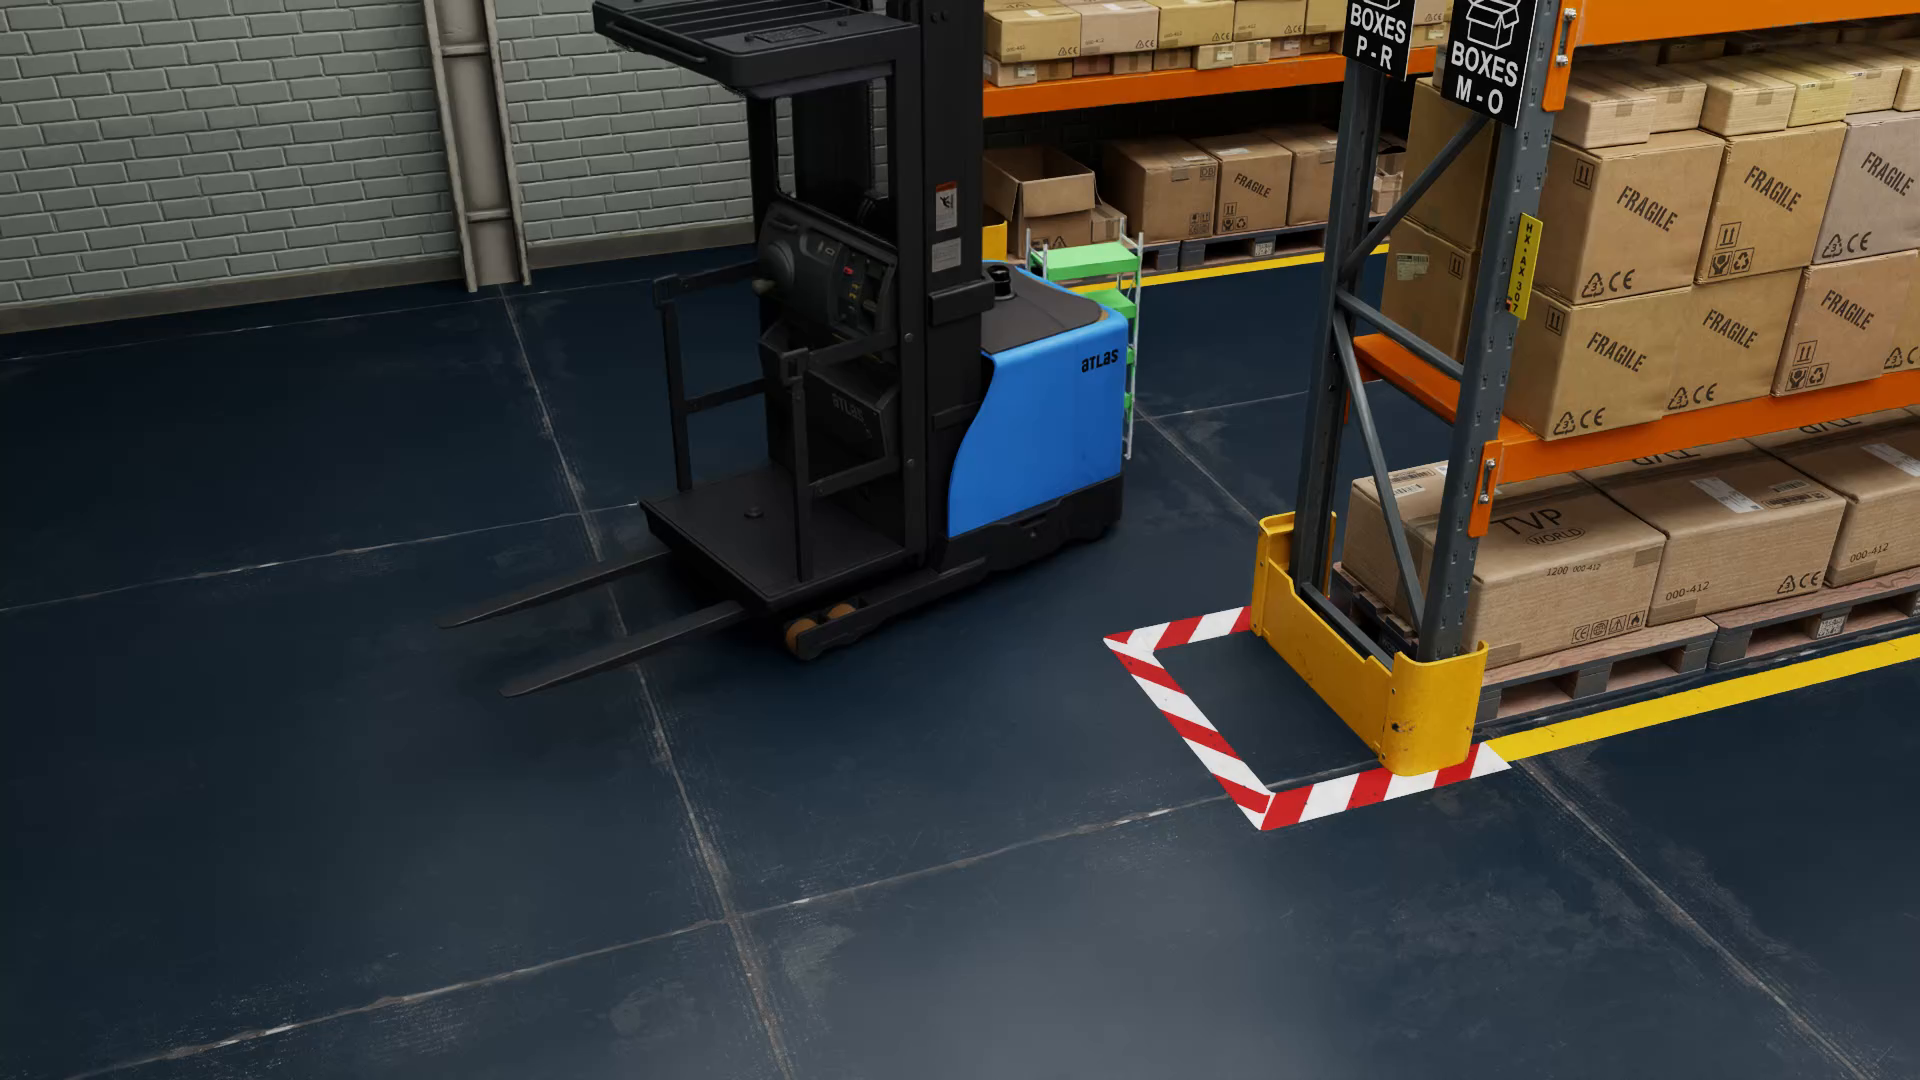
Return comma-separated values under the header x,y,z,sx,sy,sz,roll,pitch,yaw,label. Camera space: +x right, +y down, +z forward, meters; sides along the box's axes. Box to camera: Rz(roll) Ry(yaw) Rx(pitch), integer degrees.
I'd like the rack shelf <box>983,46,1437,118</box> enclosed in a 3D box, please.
x,y,z,sx,sy,sz,roll,pitch,yaw,label
1.745,-3.051,10.802,4.000,0.370,1.077,-10,31,-18,rack shelf

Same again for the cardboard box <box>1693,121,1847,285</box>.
x,y,z,sx,sy,sz,roll,pitch,yaw,label
2.636,-1.237,5.780,0.500,0.500,0.500,-11,32,-19,cardboard box

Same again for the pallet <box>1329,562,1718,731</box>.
x,y,z,sx,sy,sz,roll,pitch,yaw,label
2.327,0.321,6.973,1.213,0.211,1.003,-10,31,-18,pallet

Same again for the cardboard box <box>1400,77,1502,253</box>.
x,y,z,sx,sy,sz,roll,pitch,yaw,label
1.974,-1.388,6.044,0.500,0.500,0.500,-9,31,-16,cardboard box

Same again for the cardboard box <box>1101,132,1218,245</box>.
x,y,z,sx,sy,sz,roll,pitch,yaw,label
1.291,-2.306,10.868,0.500,0.500,0.700,-9,31,-16,cardboard box

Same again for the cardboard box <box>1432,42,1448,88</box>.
x,y,z,sx,sy,sz,roll,pitch,yaw,label
1.871,-1.631,5.816,0.250,0.149,0.380,-10,31,-17,cardboard box

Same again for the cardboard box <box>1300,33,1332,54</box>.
x,y,z,sx,sy,sz,roll,pitch,yaw,label
2.171,-3.234,10.650,0.250,0.149,0.380,-10,31,-17,cardboard box

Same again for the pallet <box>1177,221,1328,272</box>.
x,y,z,sx,sy,sz,roll,pitch,yaw,label
1.830,-2.166,11.340,1.213,0.211,1.003,-10,31,-18,pallet

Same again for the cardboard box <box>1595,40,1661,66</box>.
x,y,z,sx,sy,sz,roll,pitch,yaw,label
2.313,-1.769,6.059,0.250,0.149,0.380,-11,31,-18,cardboard box

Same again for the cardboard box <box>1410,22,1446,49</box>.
x,y,z,sx,sy,sz,roll,pitch,yaw,label
2.937,-3.316,10.794,0.250,0.149,0.380,-10,31,-16,cardboard box

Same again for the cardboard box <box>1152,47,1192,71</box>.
x,y,z,sx,sy,sz,roll,pitch,yaw,label
1.236,-3.029,10.290,0.250,0.149,0.380,-10,31,-17,cardboard box

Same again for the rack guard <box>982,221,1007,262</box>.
x,y,z,sx,sy,sz,roll,pitch,yaw,label
-0.058,-1.945,10.659,0.348,0.500,1.175,-10,31,-18,rack guard

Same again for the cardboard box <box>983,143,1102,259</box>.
x,y,z,sx,sy,sz,roll,pitch,yaw,label
0.477,-2.178,10.640,0.637,0.503,0.797,-12,32,-20,cardboard box

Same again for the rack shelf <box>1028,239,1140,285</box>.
x,y,z,sx,sy,sz,roll,pitch,yaw,label
0.593,-1.309,7.994,0.480,0.148,0.258,-10,31,-17,rack shelf

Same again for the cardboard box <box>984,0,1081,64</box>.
x,y,z,sx,sy,sz,roll,pitch,yaw,label
0.390,-3.036,9.899,0.500,0.250,0.500,-10,31,-17,cardboard box

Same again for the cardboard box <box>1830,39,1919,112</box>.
x,y,z,sx,sy,sz,roll,pitch,yaw,label
3.255,-1.626,5.807,0.250,0.149,0.380,-10,31,-17,cardboard box

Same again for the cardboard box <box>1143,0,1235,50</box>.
x,y,z,sx,sy,sz,roll,pitch,yaw,label
1.336,-3.212,10.208,0.500,0.250,0.500,-11,31,-19,cardboard box

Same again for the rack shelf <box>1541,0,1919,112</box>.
x,y,z,sx,sy,sz,roll,pitch,yaw,label
3.479,-2.052,6.018,4.000,0.370,1.077,-10,31,-18,rack shelf

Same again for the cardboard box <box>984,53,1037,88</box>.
x,y,z,sx,sy,sz,roll,pitch,yaw,label
0.274,-2.839,9.956,0.250,0.149,0.380,-11,31,-18,cardboard box

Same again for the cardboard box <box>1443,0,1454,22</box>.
x,y,z,sx,sy,sz,roll,pitch,yaw,label
3.227,-3.572,10.840,0.500,0.250,0.500,-10,31,-16,cardboard box

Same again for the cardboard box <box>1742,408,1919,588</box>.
x,y,z,sx,sy,sz,roll,pitch,yaw,label
3.889,-0.262,7.344,0.875,0.438,0.875,-11,32,-19,cardboard box

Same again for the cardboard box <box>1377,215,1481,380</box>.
x,y,z,sx,sy,sz,roll,pitch,yaw,label
1.964,-0.965,6.313,0.500,0.500,0.500,-10,31,-17,cardboard box

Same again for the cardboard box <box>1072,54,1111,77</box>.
x,y,z,sx,sy,sz,roll,pitch,yaw,label
0.731,-2.965,10.179,0.250,0.149,0.380,-11,31,-18,cardboard box

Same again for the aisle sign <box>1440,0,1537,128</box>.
x,y,z,sx,sy,sz,roll,pitch,yaw,label
1.638,-1.699,5.075,0.004,0.787,0.394,-10,31,-18,aisle sign

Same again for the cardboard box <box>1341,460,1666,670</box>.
x,y,z,sx,sy,sz,roll,pitch,yaw,label
2.188,0.054,6.788,0.875,0.438,0.875,-12,32,-19,cardboard box

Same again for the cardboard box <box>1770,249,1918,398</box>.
x,y,z,sx,sy,sz,roll,pitch,yaw,label
3.102,-0.889,6.179,0.500,0.500,0.500,-11,31,-18,cardboard box

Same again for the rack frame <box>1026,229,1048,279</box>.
x,y,z,sx,sy,sz,roll,pitch,yaw,label
0.363,-0.907,8.131,0.015,1.200,0.240,-10,31,-17,rack frame

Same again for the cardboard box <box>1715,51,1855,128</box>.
x,y,z,sx,sy,sz,roll,pitch,yaw,label
2.779,-1.532,5.643,0.250,0.149,0.380,-11,32,-19,cardboard box

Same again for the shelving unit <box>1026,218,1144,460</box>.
x,y,z,sx,sy,sz,roll,pitch,yaw,label
0.593,-0.947,8.200,0.503,1.200,0.258,-10,31,-17,shelving unit

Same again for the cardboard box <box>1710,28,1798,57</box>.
x,y,z,sx,sy,sz,roll,pitch,yaw,label
2.834,-1.806,6.123,0.250,0.149,0.380,-11,31,-18,cardboard box

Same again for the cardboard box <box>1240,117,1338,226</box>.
x,y,z,sx,sy,sz,roll,pitch,yaw,label
2.264,-2.485,11.182,0.500,0.500,0.700,-12,32,-19,cardboard box

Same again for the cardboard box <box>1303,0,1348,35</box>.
x,y,z,sx,sy,sz,roll,pitch,yaw,label
2.291,-3.398,10.536,0.500,0.250,0.500,-11,31,-18,cardboard box

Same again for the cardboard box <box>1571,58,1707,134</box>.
x,y,z,sx,sy,sz,roll,pitch,yaw,label
2.255,-1.487,5.563,0.250,0.149,0.380,-10,31,-16,cardboard box

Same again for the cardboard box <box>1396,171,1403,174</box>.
x,y,z,sx,sy,sz,roll,pitch,yaw,label
3.200,-2.420,11.423,0.250,0.149,0.380,-11,32,-19,cardboard box

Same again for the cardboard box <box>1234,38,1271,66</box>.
x,y,z,sx,sy,sz,roll,pitch,yaw,label
1.739,-3.093,10.402,0.250,0.149,0.380,-10,31,-16,cardboard box

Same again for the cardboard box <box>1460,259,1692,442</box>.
x,y,z,sx,sy,sz,roll,pitch,yaw,label
2.155,-0.709,5.863,0.500,0.500,0.500,-11,31,-18,cardboard box

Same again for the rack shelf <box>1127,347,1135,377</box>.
x,y,z,sx,sy,sz,roll,pitch,yaw,label
0.593,-0.892,8.232,0.480,0.148,0.258,-10,31,-17,rack shelf

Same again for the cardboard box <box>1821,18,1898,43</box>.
x,y,z,sx,sy,sz,roll,pitch,yaw,label
3.301,-1.913,6.311,0.250,0.149,0.380,-9,31,-16,cardboard box

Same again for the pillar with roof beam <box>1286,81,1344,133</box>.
x,y,z,sx,sy,sz,roll,pitch,yaw,label
4.154,-4.616,6.762,0.400,9.000,9.100,-10,31,-18,pillar with roof beam

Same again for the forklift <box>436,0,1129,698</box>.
x,y,z,sx,sy,sz,roll,pitch,yaw,label
-0.716,-1.074,6.674,3.031,2.935,1.130,-21,36,-32,forklift
